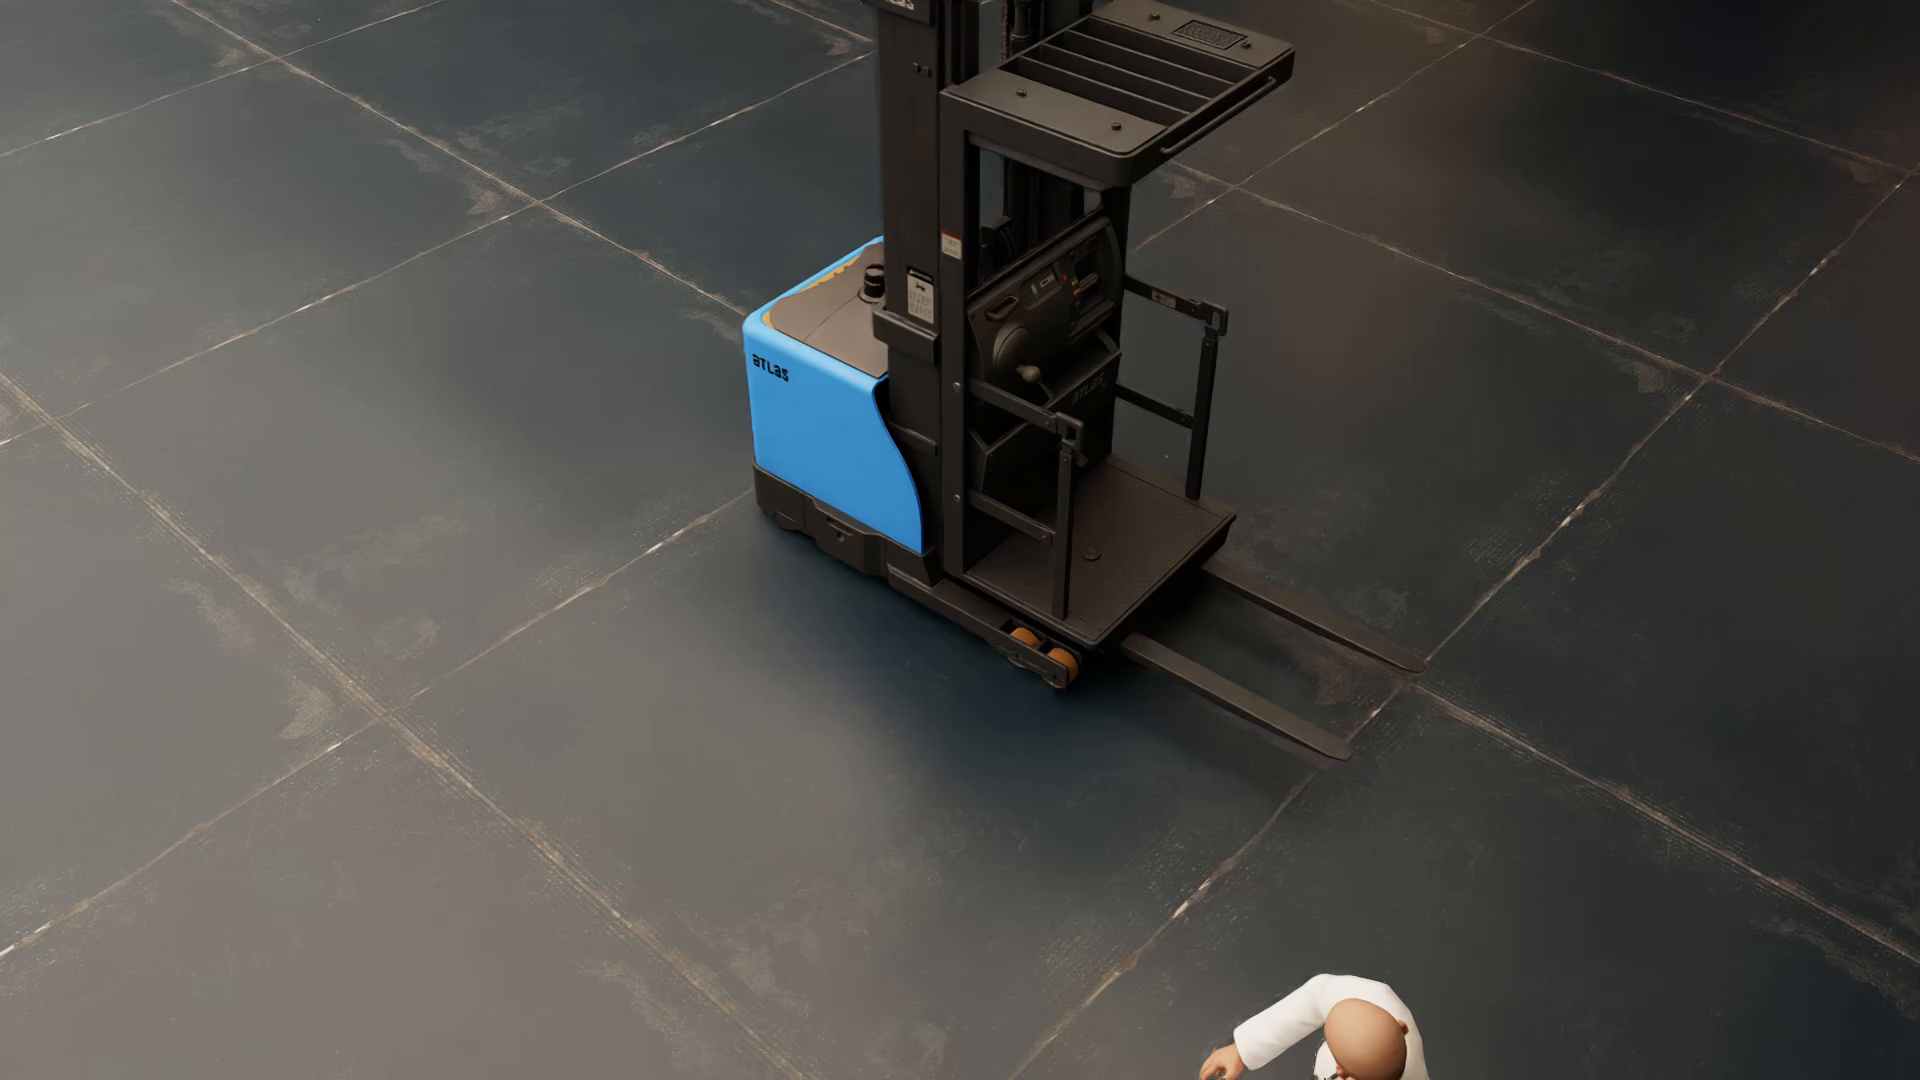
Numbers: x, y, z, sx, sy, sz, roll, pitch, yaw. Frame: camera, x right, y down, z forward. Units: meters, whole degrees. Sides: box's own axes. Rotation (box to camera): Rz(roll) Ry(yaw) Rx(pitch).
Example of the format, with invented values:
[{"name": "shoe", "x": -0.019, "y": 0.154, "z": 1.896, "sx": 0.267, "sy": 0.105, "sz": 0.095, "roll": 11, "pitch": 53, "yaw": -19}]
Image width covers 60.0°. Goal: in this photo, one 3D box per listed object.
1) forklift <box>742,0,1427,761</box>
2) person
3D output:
[{"name": "forklift", "x": 0.509, "y": -0.887, "z": 6.462, "sx": 3.031, "sy": 2.935, "sz": 1.130, "roll": 28, "pitch": 48, "yaw": 28}, {"name": "person", "x": 0.892, "y": 1.739, "z": 4.371, "sx": 0.759, "sy": 1.701, "sz": 0.863, "roll": -14, "pitch": 43, "yaw": -16}]
